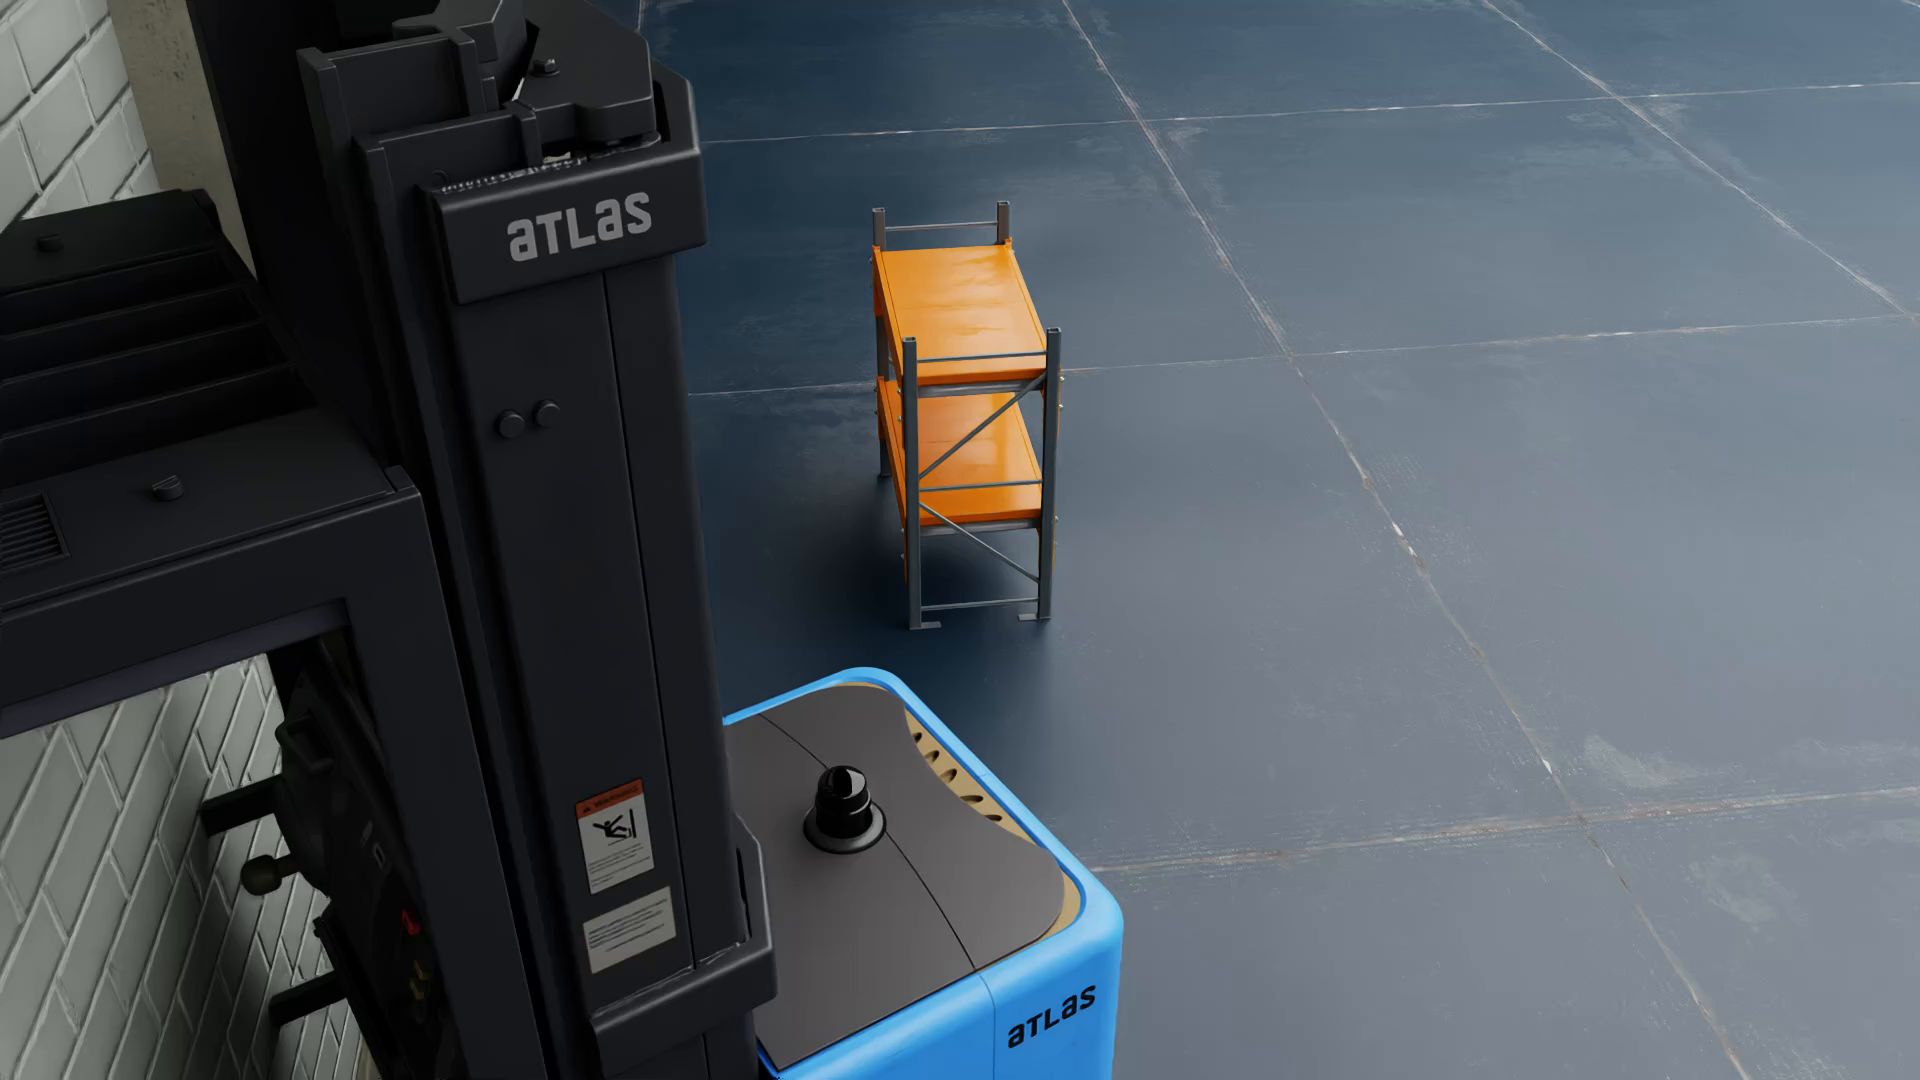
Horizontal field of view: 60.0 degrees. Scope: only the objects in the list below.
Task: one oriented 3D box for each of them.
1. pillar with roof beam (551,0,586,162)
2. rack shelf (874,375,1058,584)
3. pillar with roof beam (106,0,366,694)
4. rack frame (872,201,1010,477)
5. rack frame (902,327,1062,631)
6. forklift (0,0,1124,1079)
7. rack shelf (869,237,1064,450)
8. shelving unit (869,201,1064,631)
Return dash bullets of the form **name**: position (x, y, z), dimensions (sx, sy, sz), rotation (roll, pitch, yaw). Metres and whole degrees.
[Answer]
- **pillar with roof beam**: position (2.050, -6.295, 7.496), dimensions (9.100, 9.000, 0.400), rotation (-4, 35, -6)
- **rack shelf**: position (0.001, -0.259, 6.065), dimensions (0.538, 0.278, 1.000), rotation (-4, 35, -6)
- **pillar with roof beam**: position (2.857, -2.946, 2.583), dimensions (9.100, 9.000, 0.400), rotation (-4, 35, -6)
- **rack frame**: position (-0.067, -0.745, 6.344), dimensions (0.500, 1.125, 0.032), rotation (-4, 35, -6)
- **rack frame**: position (0.069, -0.177, 5.511), dimensions (0.500, 1.125, 0.032), rotation (-4, 35, -6)
- **forklift**: position (-1.173, 0.633, 2.719), dimensions (3.031, 2.935, 1.130), rotation (-20, 39, -27)
- **rack shelf**: position (0.001, -0.703, 5.763), dimensions (0.538, 0.278, 1.000), rotation (-4, 35, -6)
- **shelving unit**: position (0.001, -0.461, 5.928), dimensions (0.538, 1.125, 1.048), rotation (-4, 35, -6)
